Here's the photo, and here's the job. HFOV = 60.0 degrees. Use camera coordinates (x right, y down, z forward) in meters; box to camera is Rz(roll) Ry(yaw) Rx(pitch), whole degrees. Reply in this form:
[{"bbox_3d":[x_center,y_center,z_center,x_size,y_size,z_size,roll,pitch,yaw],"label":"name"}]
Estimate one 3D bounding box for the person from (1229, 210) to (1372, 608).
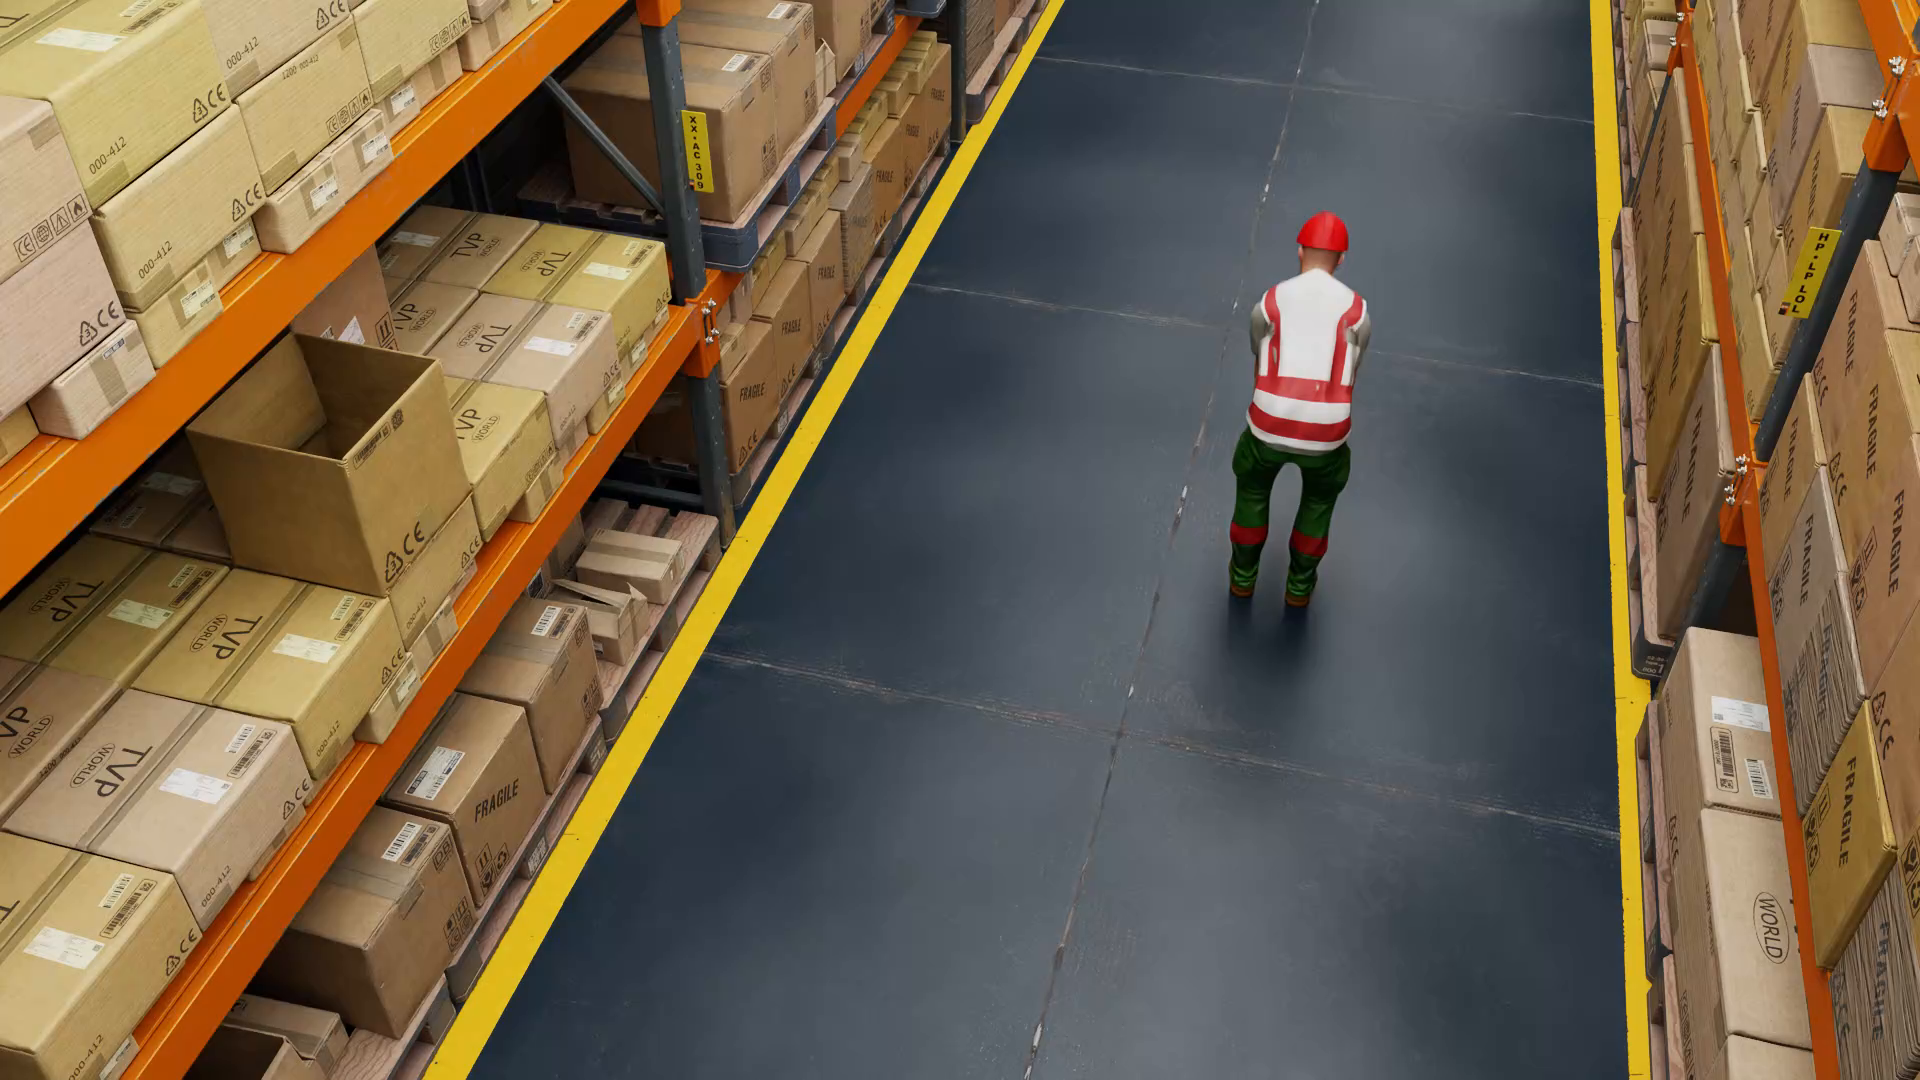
[{"bbox_3d":[1.394,-0.520,6.867,0.490,1.627,0.740,9,41,10],"label":"person"}]
